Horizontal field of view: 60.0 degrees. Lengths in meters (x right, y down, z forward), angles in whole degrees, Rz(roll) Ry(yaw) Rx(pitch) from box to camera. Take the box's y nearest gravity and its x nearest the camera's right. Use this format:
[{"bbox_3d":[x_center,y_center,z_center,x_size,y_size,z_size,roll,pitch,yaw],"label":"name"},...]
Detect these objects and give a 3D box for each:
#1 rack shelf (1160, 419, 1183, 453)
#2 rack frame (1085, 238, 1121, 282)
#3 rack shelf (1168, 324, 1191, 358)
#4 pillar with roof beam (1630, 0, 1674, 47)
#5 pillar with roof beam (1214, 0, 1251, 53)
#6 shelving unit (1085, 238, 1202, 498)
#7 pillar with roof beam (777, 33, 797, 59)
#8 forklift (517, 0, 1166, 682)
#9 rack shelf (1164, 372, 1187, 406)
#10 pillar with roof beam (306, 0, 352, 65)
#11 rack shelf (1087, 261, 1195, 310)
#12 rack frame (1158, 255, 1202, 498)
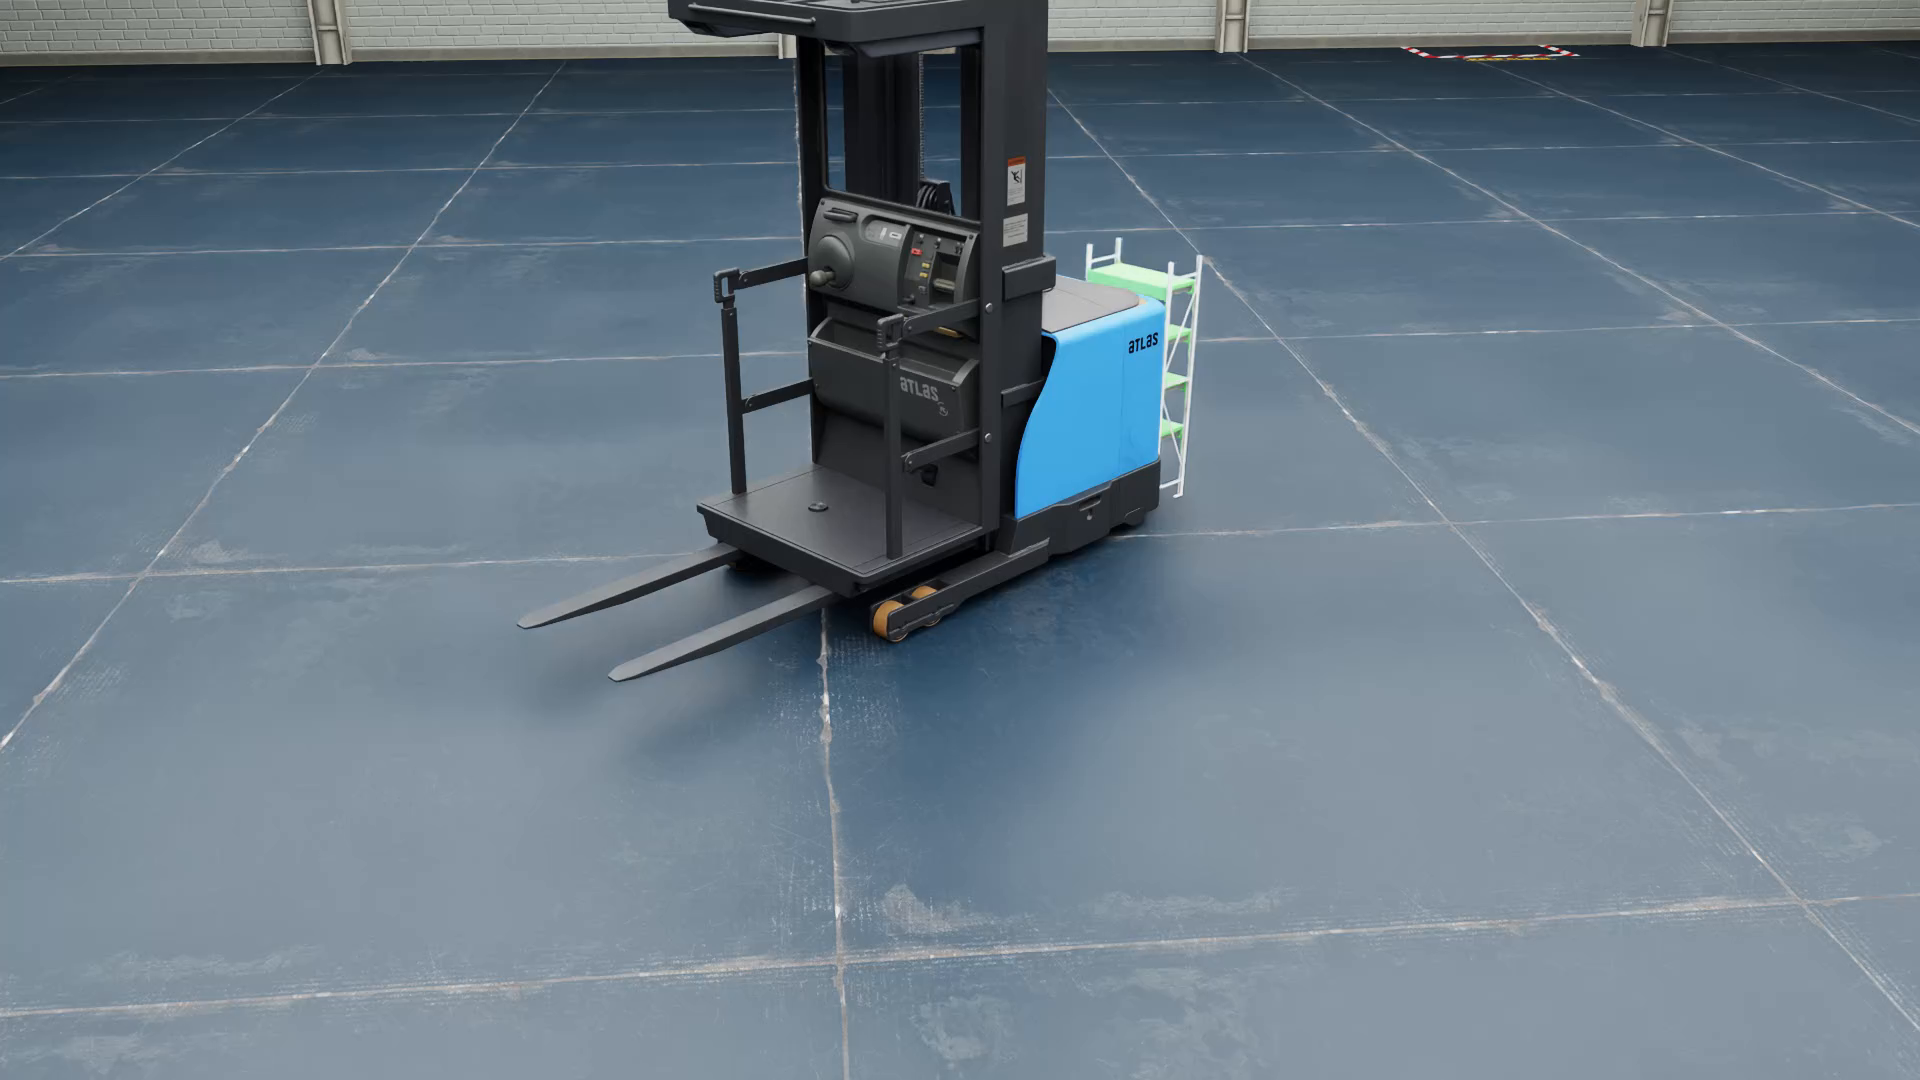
[{"bbox_3d":[0.847,-0.536,8.213,0.480,0.148,0.258,22,29,39],"label":"rack shelf"},{"bbox_3d":[0.680,-0.886,8.253,0.015,1.200,0.240,22,29,39],"label":"rack frame"},{"bbox_3d":[0.860,-0.980,8.031,0.480,0.148,0.258,22,29,39],"label":"rack shelf"},{"bbox_3d":[10.124,-9.353,17.713,0.400,9.000,9.100,-2,24,-5],"label":"pillar with roof beam"},{"bbox_3d":[4.153,-9.113,17.174,0.400,9.000,9.100,-2,24,-5],"label":"pillar with roof beam"},{"bbox_3d":[0.855,-0.817,8.098,0.503,1.200,0.258,22,29,39],"label":"shelving unit"},{"bbox_3d":[-1.818,-8.874,16.635,0.400,9.000,9.100,-2,24,-5],"label":"pillar with roof beam"},{"bbox_3d":[-0.435,-1.157,6.746,1.130,2.935,3.031,22,32,40],"label":"forklift"},{"bbox_3d":[0.853,-0.758,8.122,0.480,0.148,0.258,22,29,39],"label":"rack shelf"},{"bbox_3d":[-7.789,-8.634,16.096,0.400,9.000,9.100,-2,24,-5],"label":"pillar with roof beam"},{"bbox_3d":[0.867,-1.202,7.940,0.480,0.148,0.258,22,29,39],"label":"rack shelf"},{"bbox_3d":[1.030,-0.748,7.943,0.015,1.200,0.240,22,29,39],"label":"rack frame"}]
